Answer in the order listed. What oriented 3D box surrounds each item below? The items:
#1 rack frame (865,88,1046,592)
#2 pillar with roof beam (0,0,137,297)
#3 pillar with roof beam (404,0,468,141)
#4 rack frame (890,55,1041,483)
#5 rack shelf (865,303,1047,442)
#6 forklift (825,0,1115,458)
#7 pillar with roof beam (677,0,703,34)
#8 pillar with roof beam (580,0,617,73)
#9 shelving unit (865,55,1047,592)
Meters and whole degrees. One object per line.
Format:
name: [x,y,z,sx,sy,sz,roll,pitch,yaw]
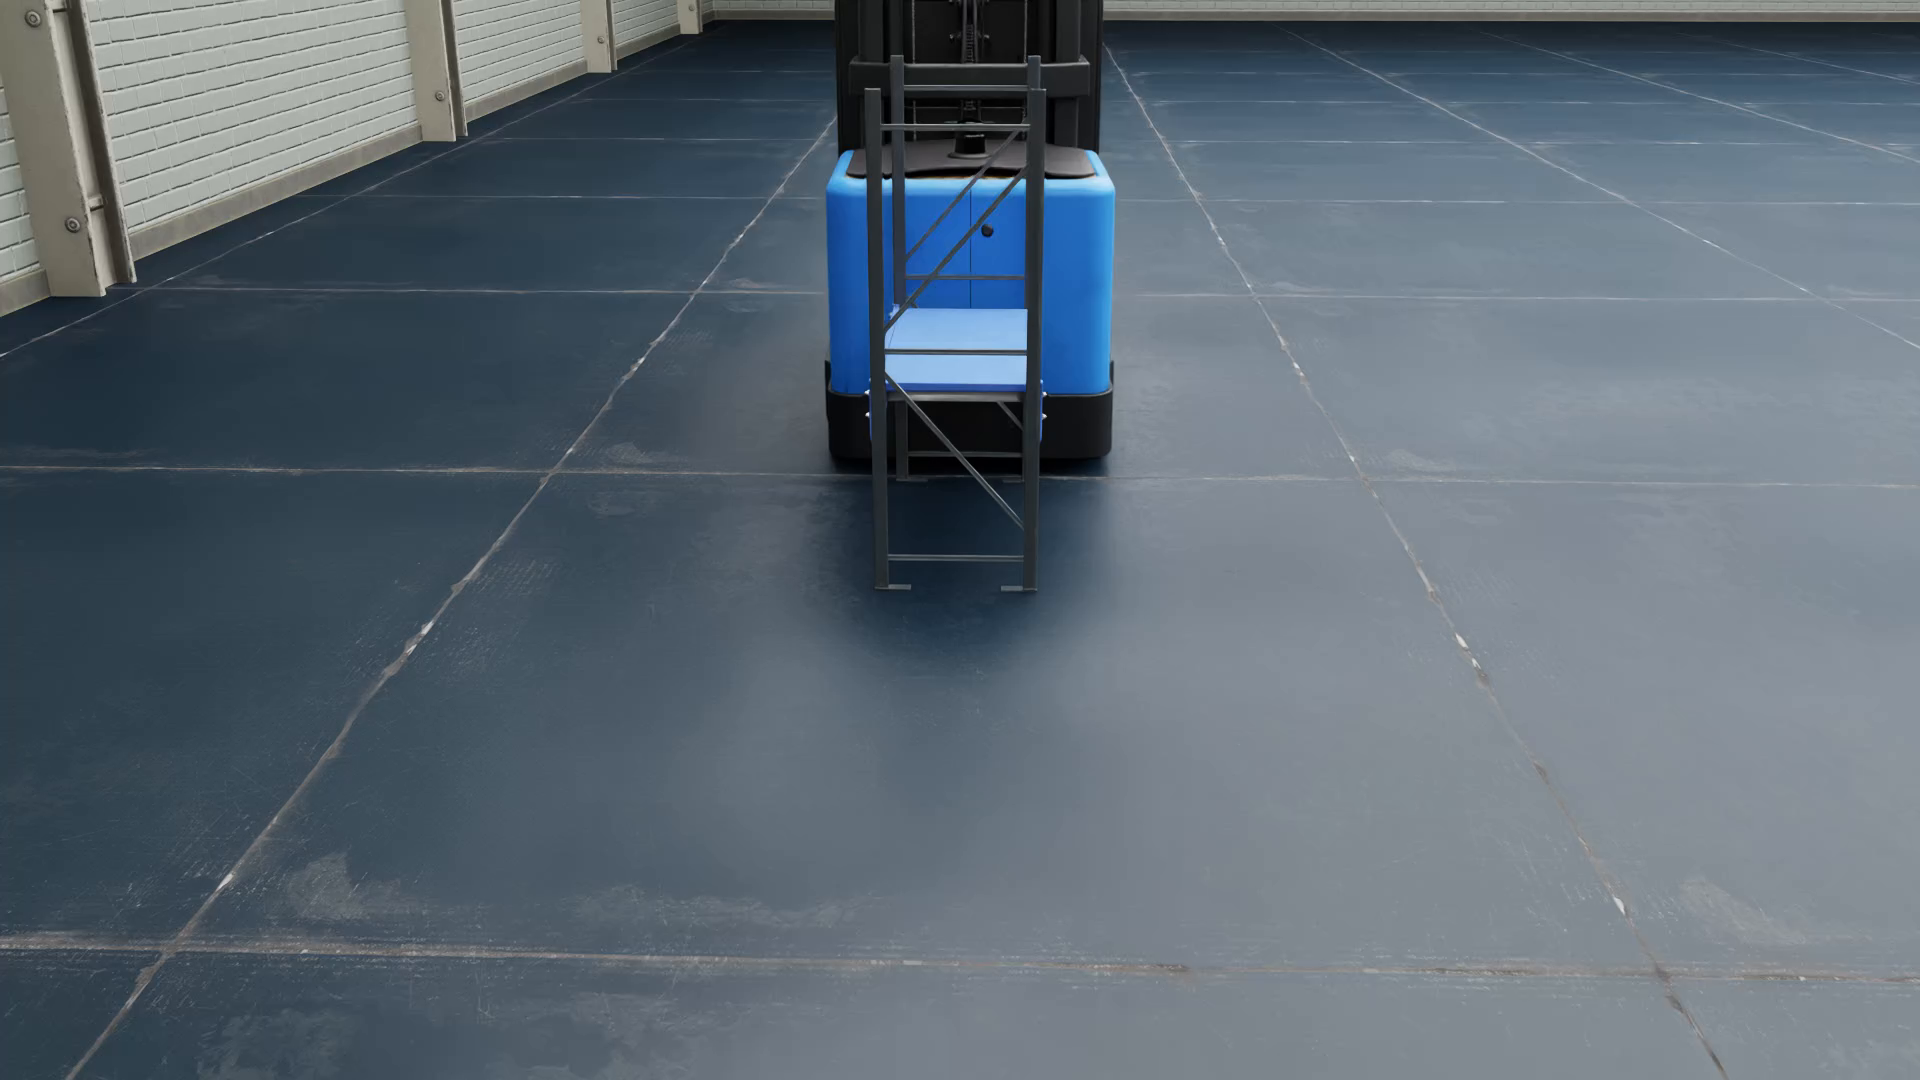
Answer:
rack frame: [-0.013,-0.546,4.863,0.500,1.500,0.032,1,21,2]
pillar with roof beam: [-0.432,-5.521,7.319,9.100,9.000,0.400,1,21,2]
pillar with roof beam: [-0.249,-7.691,12.910,9.100,9.000,0.400,1,21,2]
rack frame: [0.018,-0.914,5.811,0.500,1.500,0.032,1,21,2]
rack shelf: [0.003,-0.562,5.402,0.538,0.185,1.000,1,21,2]
forklift: [0.035,-2.146,7.008,1.130,2.935,3.031,0,21,0]
pillar with roof beam: [0.116,-12.030,24.092,9.100,9.000,0.400,1,21,2]
pillar with roof beam: [-0.067,-9.860,18.501,9.100,9.000,0.400,1,21,2]
shelving unit: [0.003,-0.730,5.337,0.538,1.500,1.048,1,21,2]
